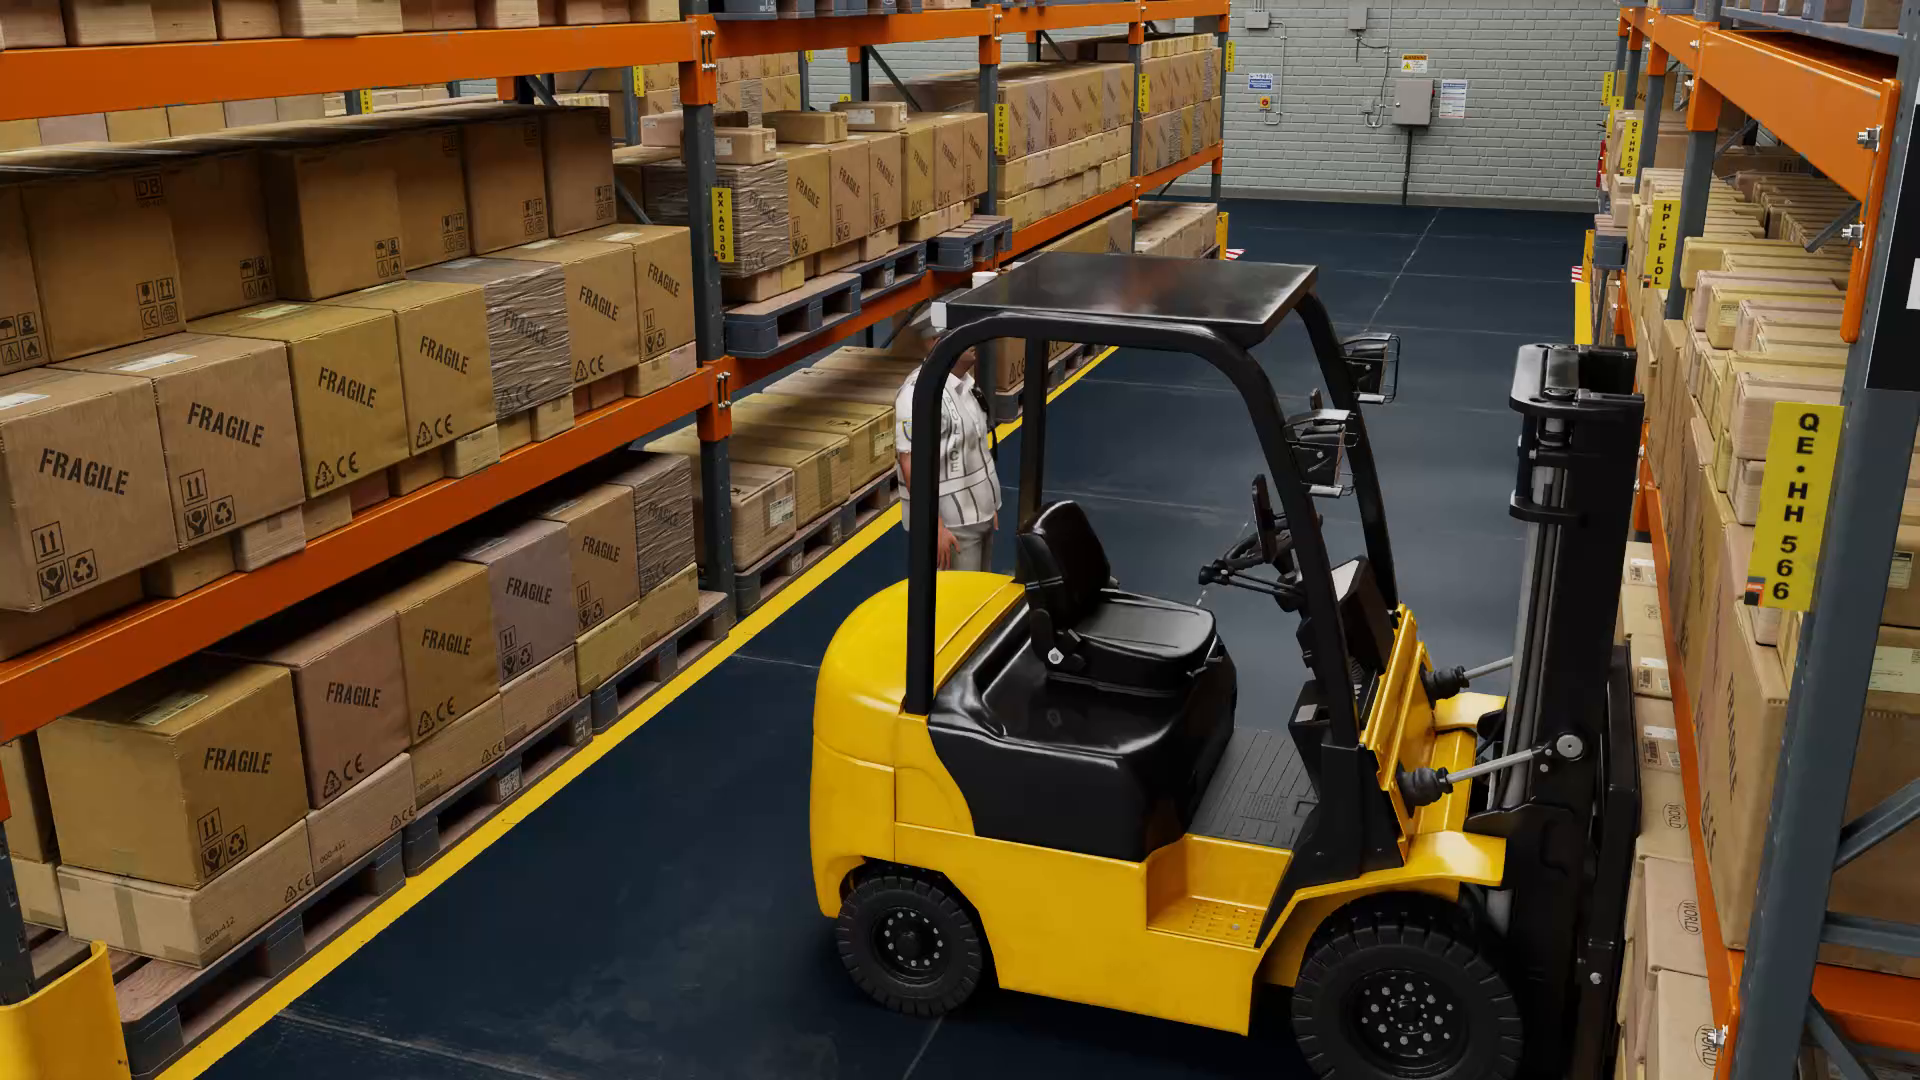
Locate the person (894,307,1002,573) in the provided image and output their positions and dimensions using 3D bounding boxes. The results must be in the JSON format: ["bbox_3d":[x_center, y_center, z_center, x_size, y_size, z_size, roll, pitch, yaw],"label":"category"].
[{"bbox_3d":[0.047,-0.083,6.724,0.575,1.781,0.640,6,20,18],"label":"person"}]
